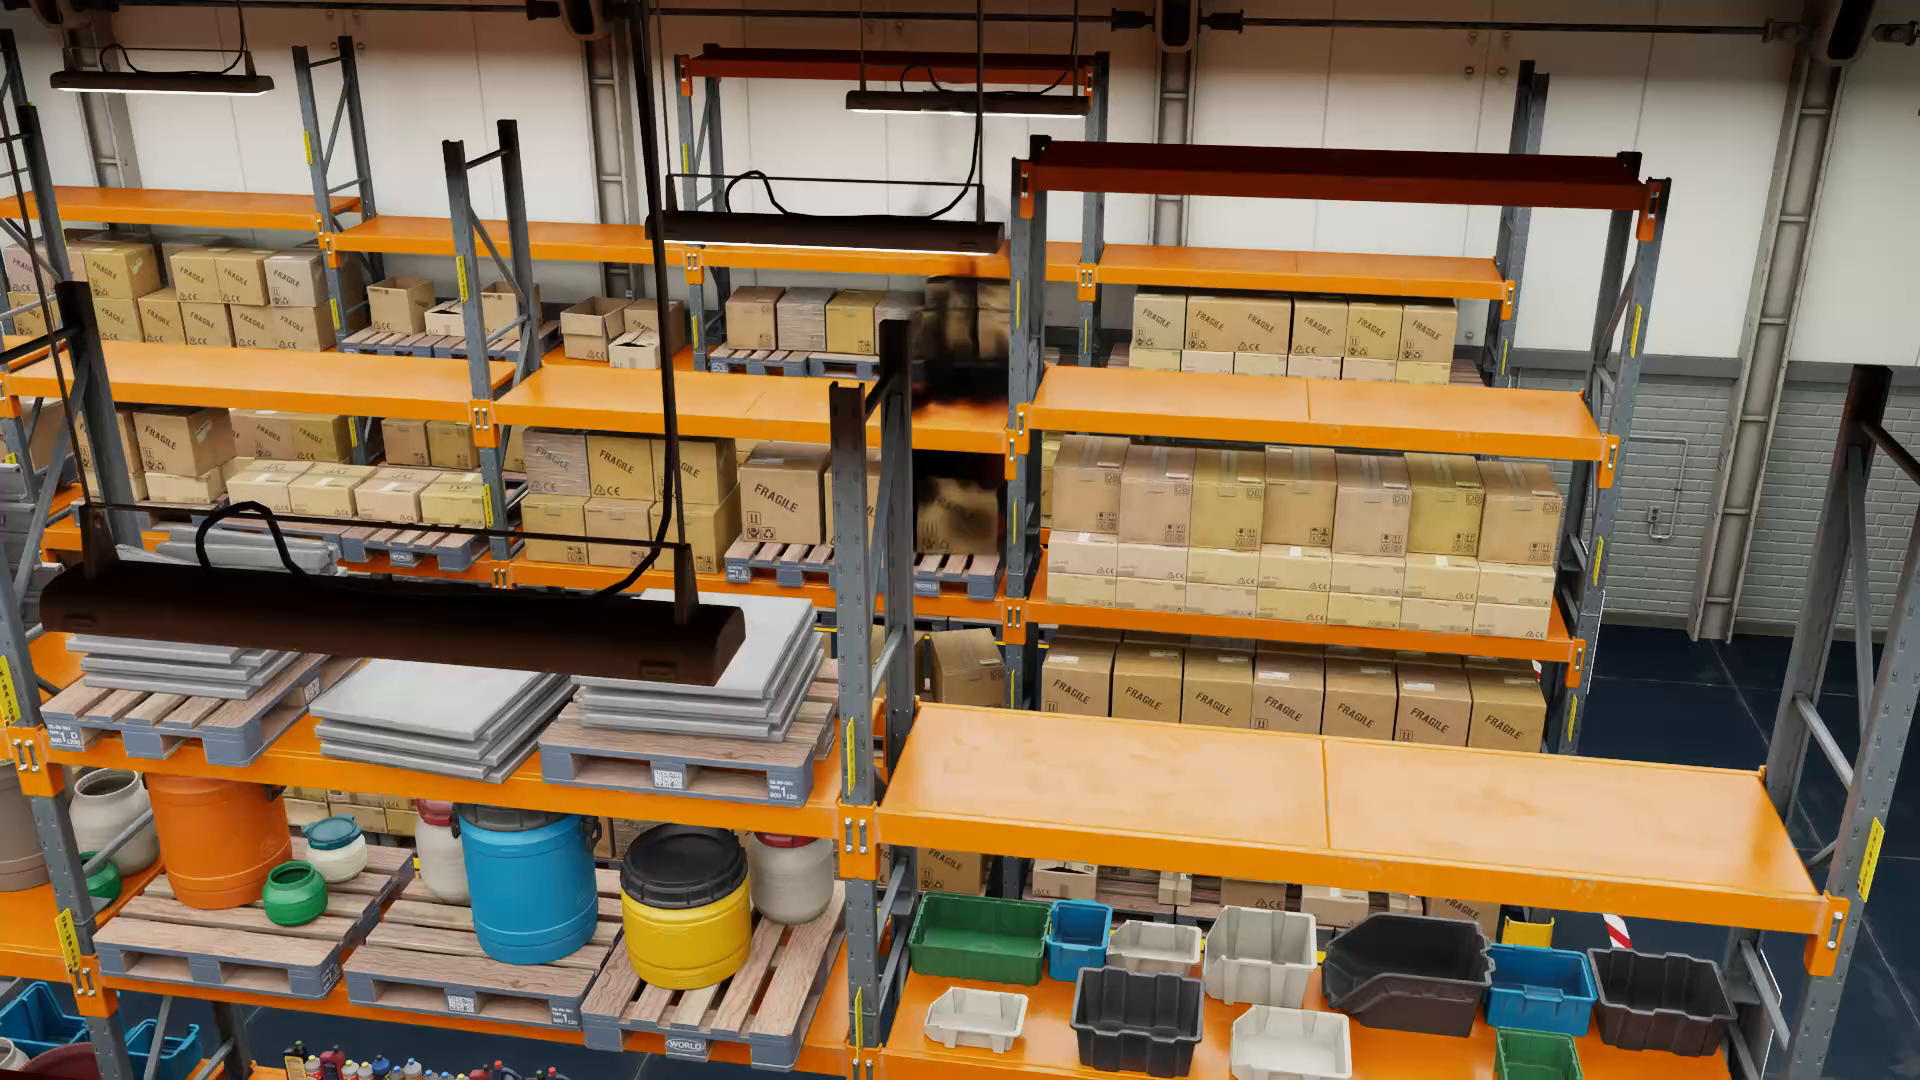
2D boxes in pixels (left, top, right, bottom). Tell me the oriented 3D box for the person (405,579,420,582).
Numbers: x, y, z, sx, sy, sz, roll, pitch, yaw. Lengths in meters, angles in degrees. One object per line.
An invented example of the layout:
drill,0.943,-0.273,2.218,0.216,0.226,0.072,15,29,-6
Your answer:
person,-5.077,1.101,15.773,0.759,1.584,0.547,2,23,6
